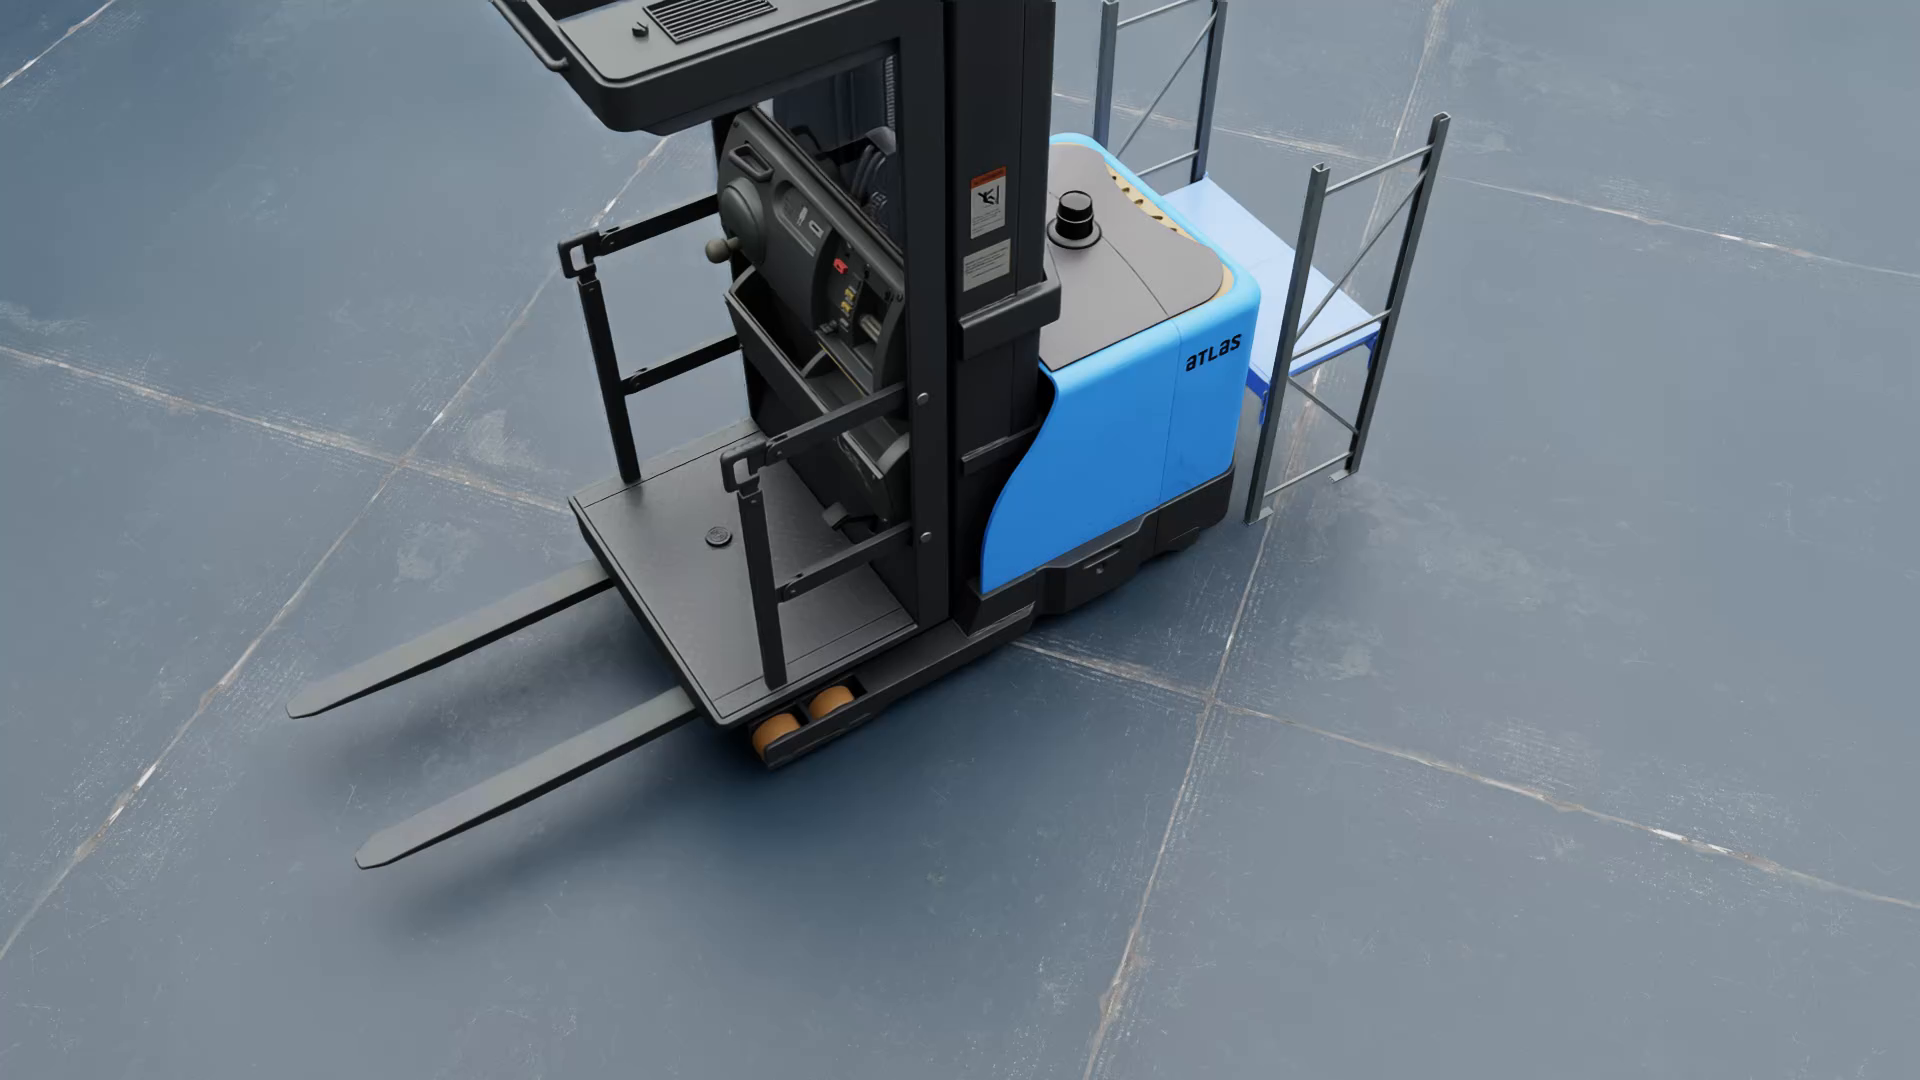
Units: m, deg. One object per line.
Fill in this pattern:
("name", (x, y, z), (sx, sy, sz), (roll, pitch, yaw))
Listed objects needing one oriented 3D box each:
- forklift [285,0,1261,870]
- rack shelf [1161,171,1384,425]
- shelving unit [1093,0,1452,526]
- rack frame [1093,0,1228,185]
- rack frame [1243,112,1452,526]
("forklift", (-0.588, -0.724, 4.438), (3.031, 2.935, 1.130), (-26, 54, -21))
("rack shelf", (0.939, -0.857, 5.738), (0.538, 0.185, 1.000), (-25, 54, -20))
("shelving unit", (0.940, -0.975, 5.602), (0.538, 1.500, 1.048), (-25, 54, -20))
("rack frame", (0.670, -1.300, 5.884), (0.500, 1.500, 0.032), (-25, 54, -20))
("rack frame", (1.209, -0.649, 5.320), (0.500, 1.500, 0.032), (-25, 54, -20))
